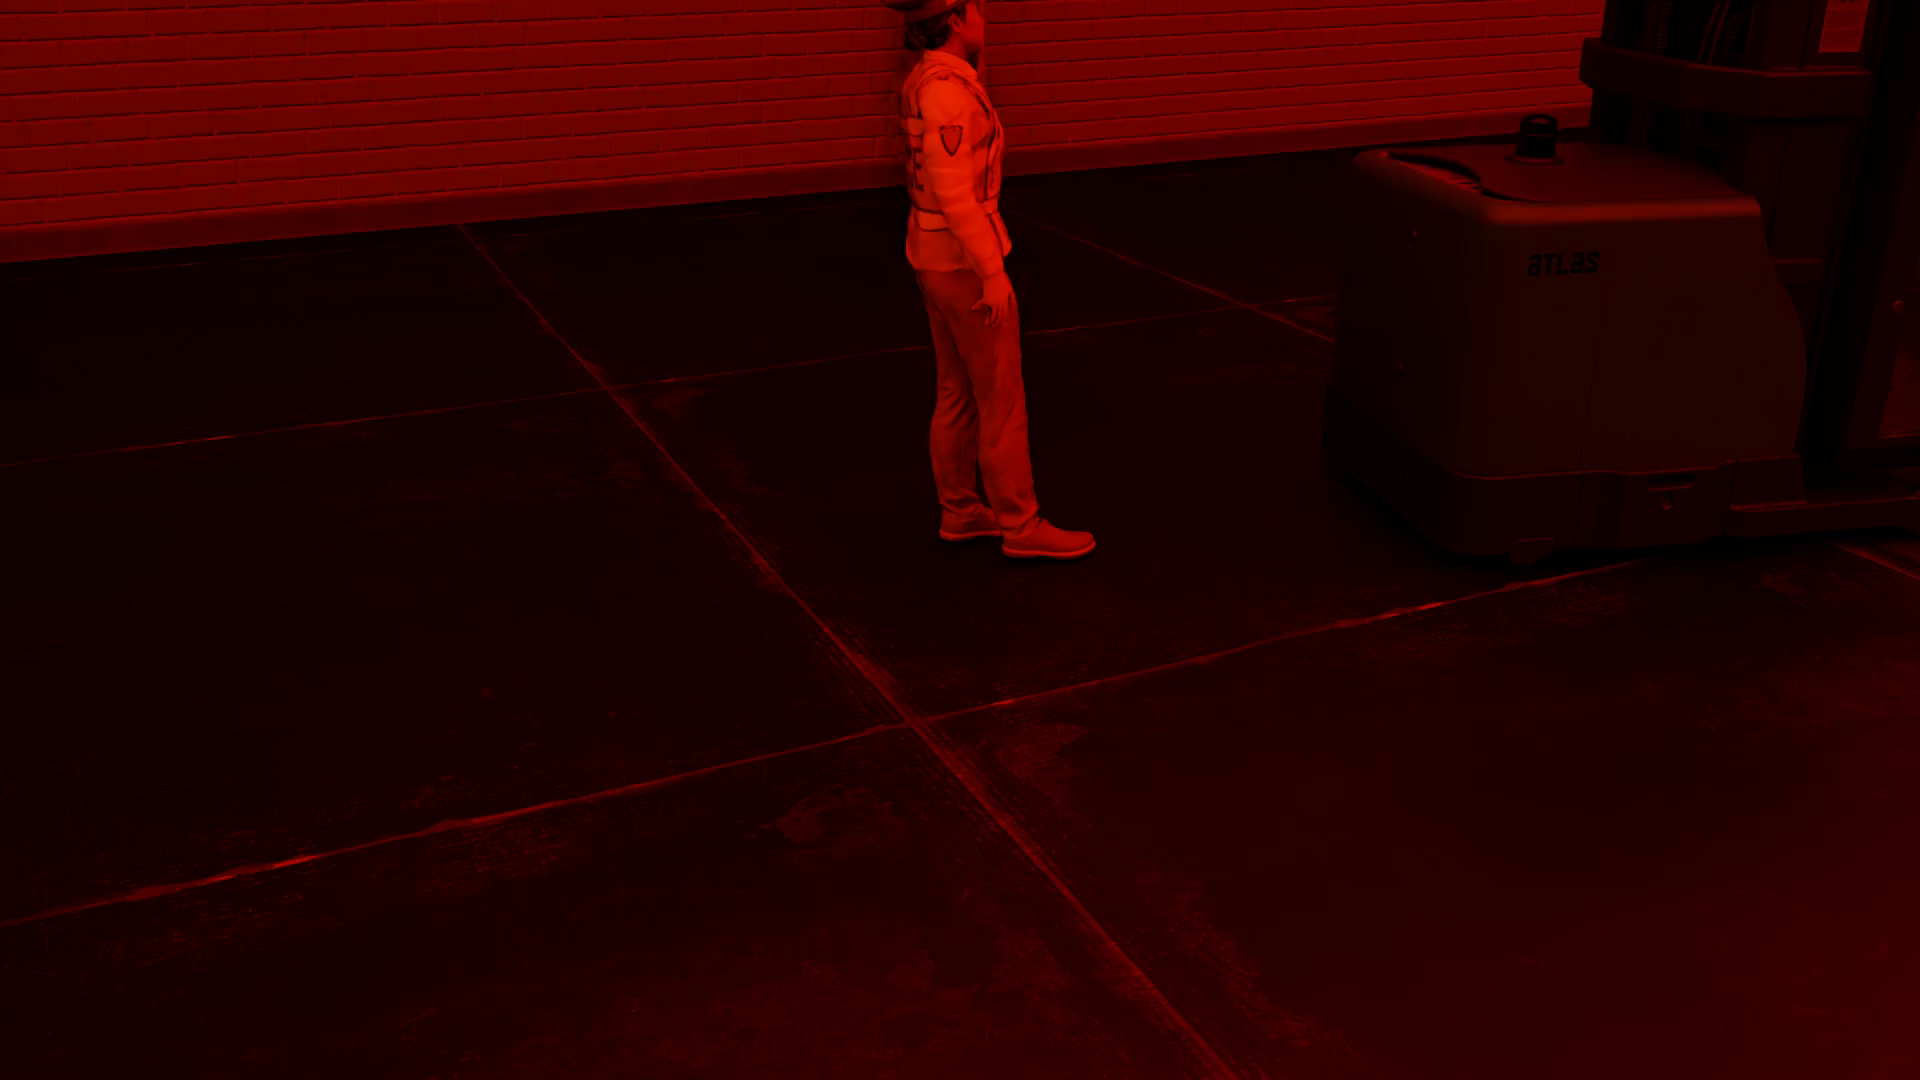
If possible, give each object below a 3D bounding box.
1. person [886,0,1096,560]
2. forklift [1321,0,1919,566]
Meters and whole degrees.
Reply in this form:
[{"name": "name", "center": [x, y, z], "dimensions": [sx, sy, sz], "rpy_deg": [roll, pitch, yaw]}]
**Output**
[{"name": "person", "center": [0.093, -0.794, 4.802], "dimensions": [0.572, 1.696, 0.578], "rpy_deg": [-4, 23, -10]}, {"name": "forklift", "center": [2.801, -1.545, 5.004], "dimensions": [3.031, 2.935, 1.130], "rpy_deg": [-4, 23, -10]}]
